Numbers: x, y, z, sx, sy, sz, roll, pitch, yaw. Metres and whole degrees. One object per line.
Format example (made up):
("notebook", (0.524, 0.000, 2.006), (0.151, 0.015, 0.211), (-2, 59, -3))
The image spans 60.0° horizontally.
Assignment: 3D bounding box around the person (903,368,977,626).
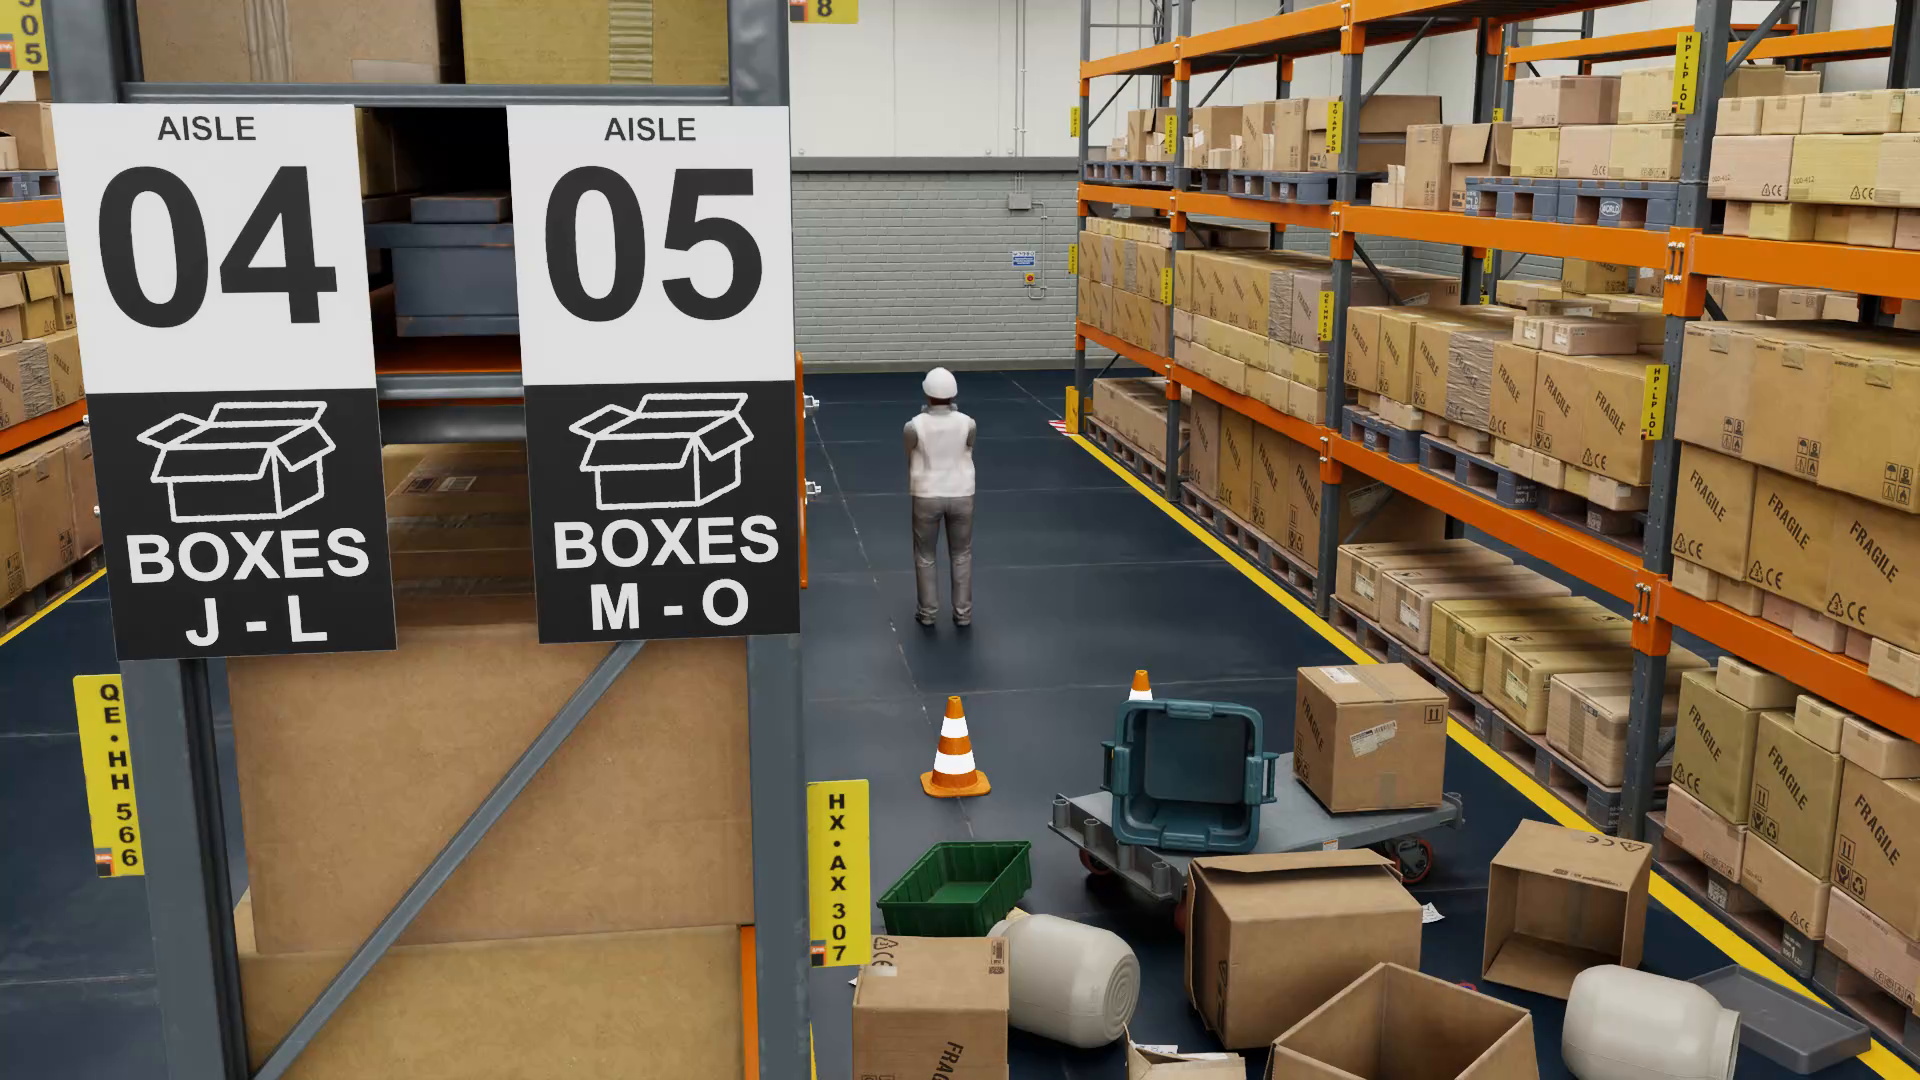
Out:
("person", (-0.148, -0.309, 11.279), (0.494, 1.762, 0.562), (-2, 13, -7))
